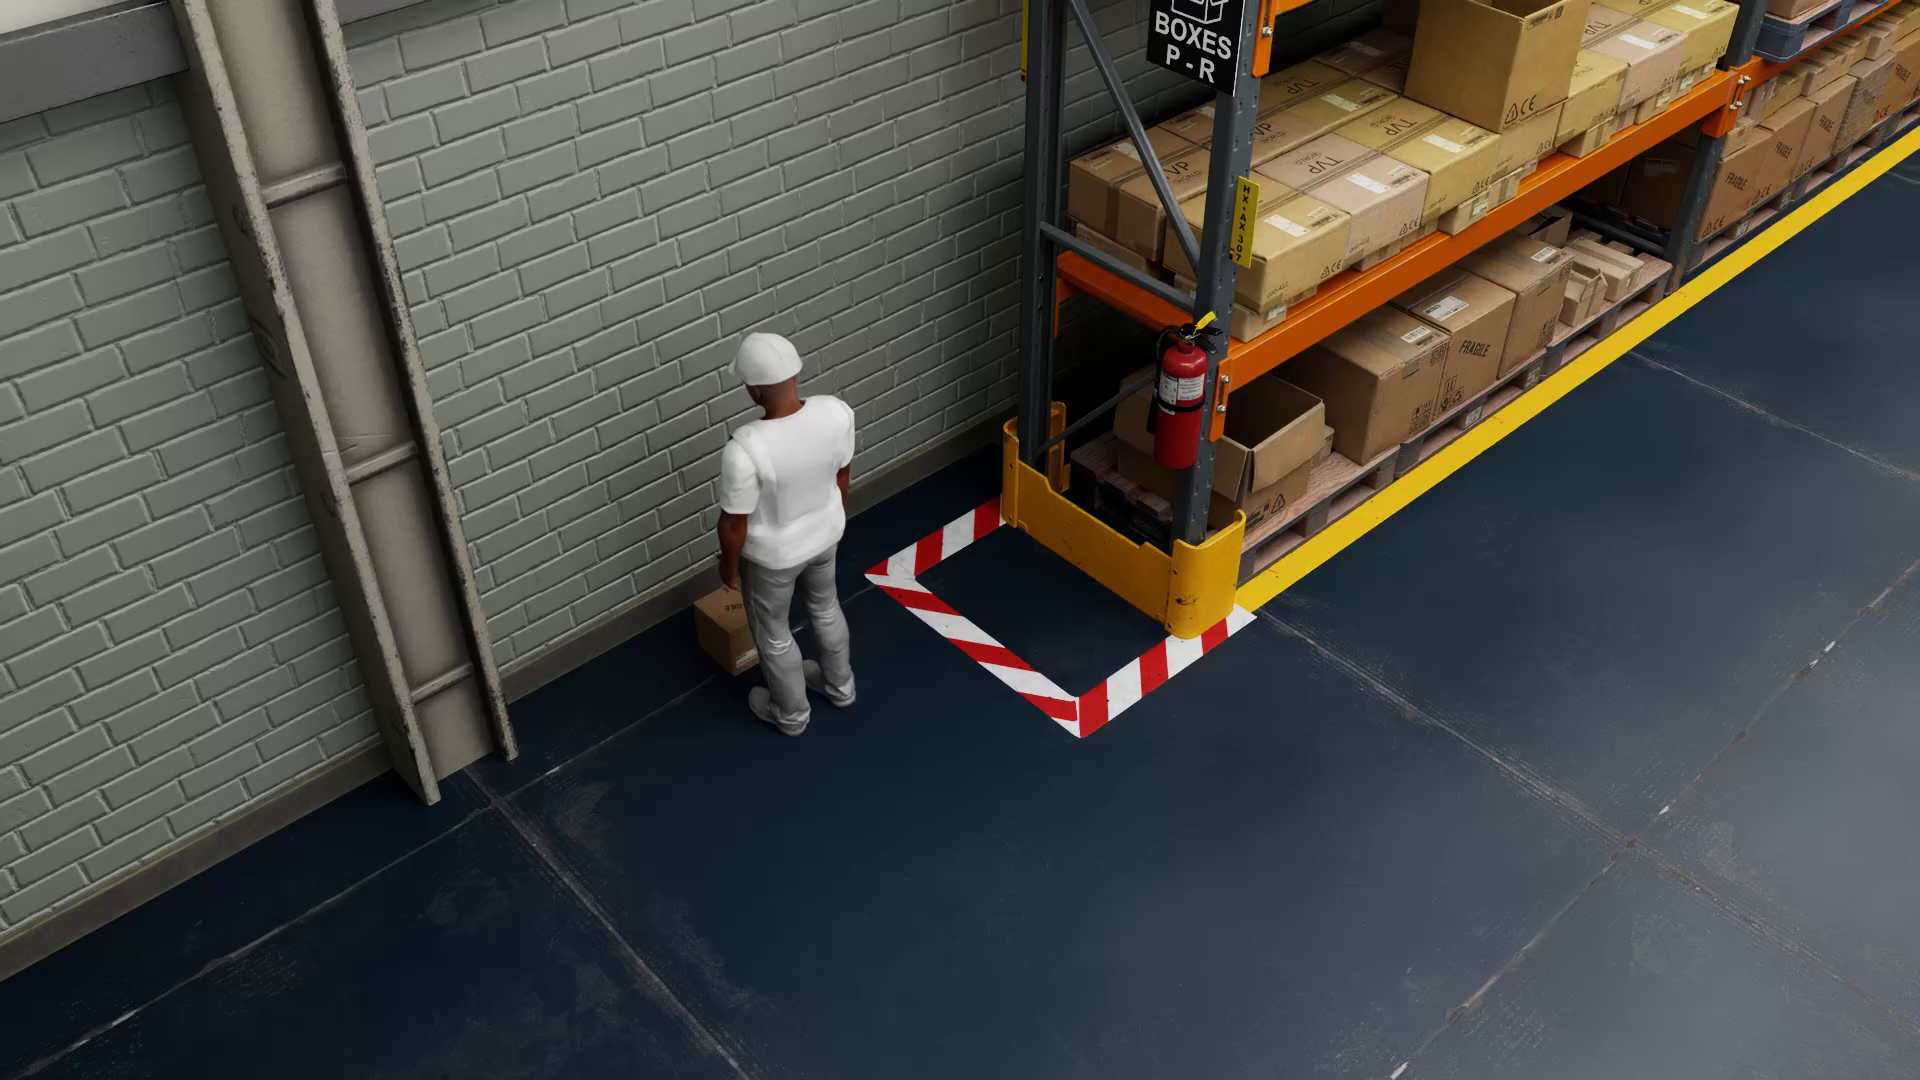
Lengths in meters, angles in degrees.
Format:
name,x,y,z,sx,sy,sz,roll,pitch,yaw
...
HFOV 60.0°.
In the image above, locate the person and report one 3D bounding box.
name,x,y,z,sx,sy,sz,roll,pitch,yaw
person,-0.640,-0.003,6.147,0.566,1.765,0.362,-29,48,-31
